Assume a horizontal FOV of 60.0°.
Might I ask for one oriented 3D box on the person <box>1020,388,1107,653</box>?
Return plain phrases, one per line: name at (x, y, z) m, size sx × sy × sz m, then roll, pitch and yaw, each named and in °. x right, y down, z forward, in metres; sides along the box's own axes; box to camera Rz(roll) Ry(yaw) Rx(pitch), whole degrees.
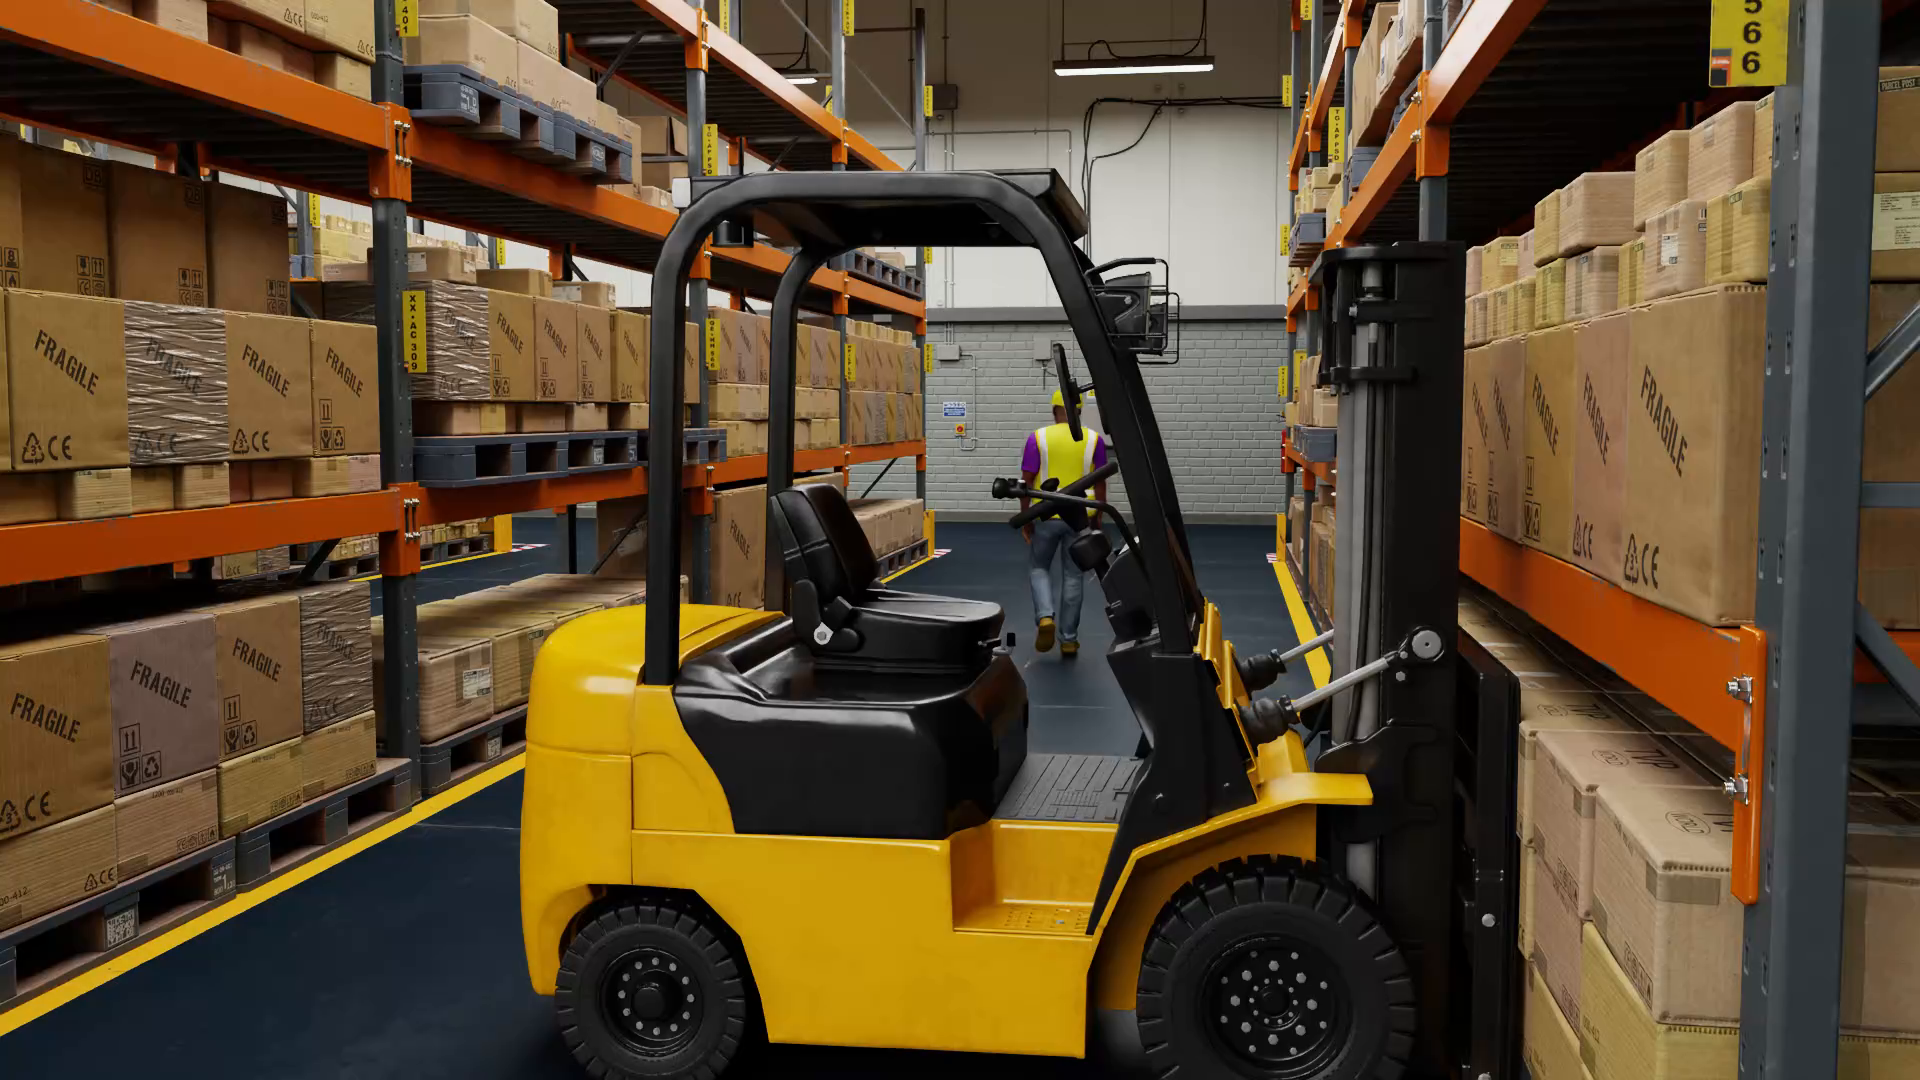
person at (0.682, -0.138, 11.005) m, size 0.580 × 1.775 × 0.449 m, roll 0°, pitch 4°, yaw 0°
